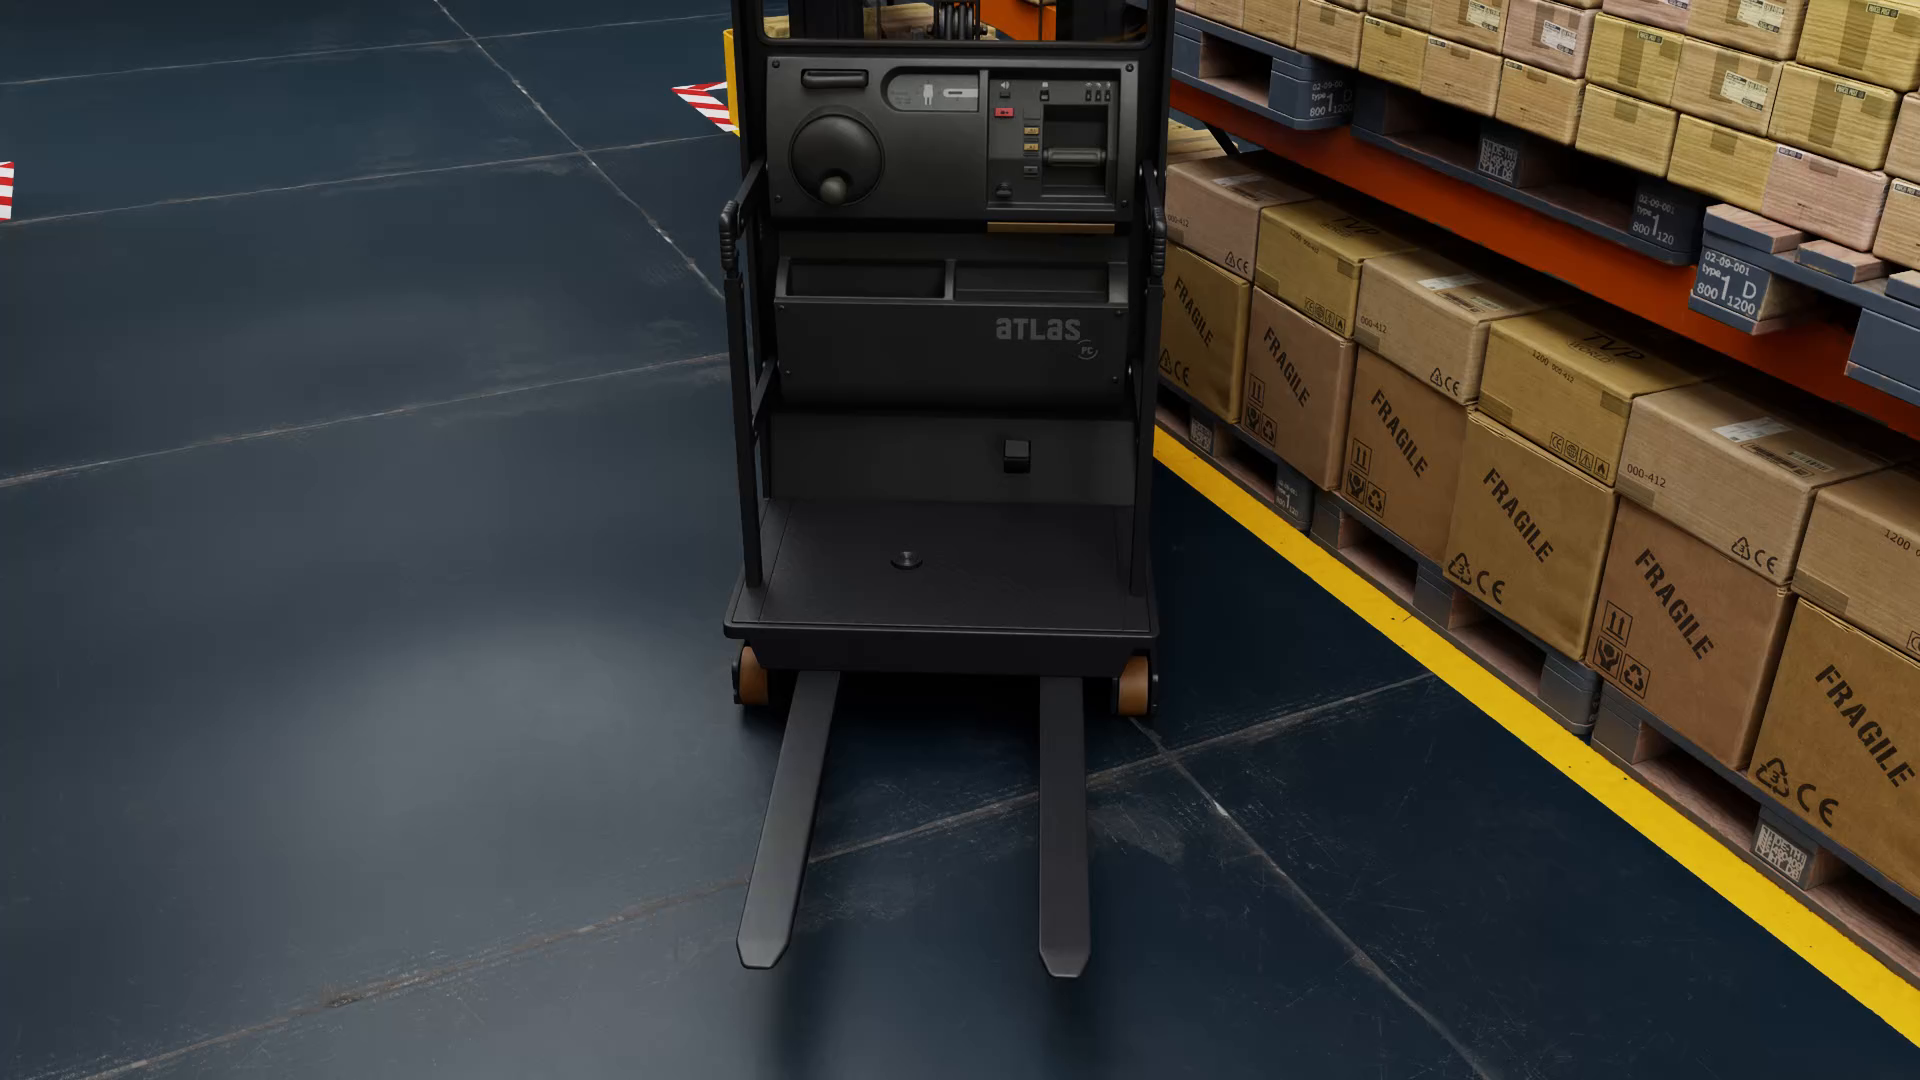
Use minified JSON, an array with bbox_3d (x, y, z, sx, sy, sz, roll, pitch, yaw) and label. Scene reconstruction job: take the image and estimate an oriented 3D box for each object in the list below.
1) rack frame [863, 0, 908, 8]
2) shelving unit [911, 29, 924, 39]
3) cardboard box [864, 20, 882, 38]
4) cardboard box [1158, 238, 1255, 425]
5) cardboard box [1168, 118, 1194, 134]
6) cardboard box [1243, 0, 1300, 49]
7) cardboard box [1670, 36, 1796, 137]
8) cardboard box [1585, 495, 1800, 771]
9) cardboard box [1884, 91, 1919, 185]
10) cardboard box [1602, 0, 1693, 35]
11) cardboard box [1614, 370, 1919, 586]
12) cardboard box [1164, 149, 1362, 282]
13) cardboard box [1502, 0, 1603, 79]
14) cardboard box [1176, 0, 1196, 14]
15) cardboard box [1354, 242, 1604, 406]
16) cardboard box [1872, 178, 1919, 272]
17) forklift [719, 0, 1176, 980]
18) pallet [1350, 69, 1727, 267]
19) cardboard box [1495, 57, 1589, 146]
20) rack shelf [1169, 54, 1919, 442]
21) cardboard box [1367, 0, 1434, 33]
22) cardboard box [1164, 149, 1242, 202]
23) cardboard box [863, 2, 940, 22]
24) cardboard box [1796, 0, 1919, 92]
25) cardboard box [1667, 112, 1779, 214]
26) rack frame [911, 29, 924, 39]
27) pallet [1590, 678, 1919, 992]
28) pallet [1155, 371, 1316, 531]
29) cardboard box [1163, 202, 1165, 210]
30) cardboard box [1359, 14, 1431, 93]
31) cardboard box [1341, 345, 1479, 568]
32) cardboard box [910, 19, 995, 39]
[{"bbox_3d":[-0.776,-3.812,8.981,1.000,3.000,0.127,-13,32,-22],"label":"rack frame"},{"bbox_3d":[-0.133,-1.235,6.303,0.538,1.125,1.048,-14,32,-24],"label":"shelving unit"},{"bbox_3d":[-0.631,-2.612,8.718,0.380,0.149,0.250,-12,32,-21],"label":"cardboard box"},{"bbox_3d":[1.019,-0.756,5.658,0.500,0.500,0.500,-12,31,-20],"label":"cardboard box"},{"bbox_3d":[0.763,-1.676,7.048,0.380,0.149,0.250,-14,32,-23],"label":"cardboard box"},{"bbox_3d":[1.030,-1.505,4.694,0.380,0.149,0.250,-13,32,-21],"label":"cardboard box"},{"bbox_3d":[1.697,-0.948,3.397,0.380,0.149,0.250,-13,32,-22],"label":"cardboard box"},{"bbox_3d":[1.921,0.163,4.019,0.500,0.500,0.500,-12,31,-20],"label":"cardboard box"},{"bbox_3d":[1.919,-0.722,2.994,0.380,0.149,0.250,-12,31,-20],"label":"cardboard box"},{"bbox_3d":[1.600,-1.184,3.513,0.380,0.149,0.250,-13,32,-22],"label":"cardboard box"},{"bbox_3d":[1.902,-0.166,3.839,0.500,0.250,0.500,-13,32,-21],"label":"cardboard box"},{"bbox_3d":[1.020,-1.083,5.475,0.500,0.250,0.500,-15,32,-24],"label":"cardboard box"},{"bbox_3d":[1.480,-1.174,3.799,0.380,0.149,0.250,-12,32,-21],"label":"cardboard box"},{"bbox_3d":[0.820,-1.727,5.090,0.380,0.149,0.250,-13,32,-21],"label":"cardboard box"},{"bbox_3d":[1.466,-0.622,4.653,0.500,0.250,0.500,-12,31,-20],"label":"cardboard box"},{"bbox_3d":[1.927,-0.583,3.051,0.380,0.149,0.250,-13,32,-22],"label":"cardboard box"},{"bbox_3d":[-0.028,-0.972,3.987,1.130,2.935,3.031,1,29,2],"label":"forklift"},{"bbox_3d":[1.772,-1.060,4.270,1.003,0.211,1.213,-13,32,-22],"label":"pallet"},{"bbox_3d":[1.486,-1.041,3.867,0.380,0.149,0.250,-12,31,-20],"label":"cardboard box"},{"bbox_3d":[1.800,-0.848,4.431,1.077,0.370,4.000,-13,32,-22],"label":"rack shelf"},{"bbox_3d":[1.263,-1.399,4.202,0.380,0.149,0.250,-14,32,-23],"label":"cardboard box"},{"bbox_3d":[0.981,-1.440,6.628,0.380,0.149,0.250,-12,31,-20],"label":"cardboard box"},{"bbox_3d":[-0.320,-2.831,9.108,0.380,0.149,0.250,-13,32,-21],"label":"cardboard box"},{"bbox_3d":[1.816,-0.959,3.112,0.380,0.149,0.250,-12,31,-20],"label":"cardboard box"},{"bbox_3d":[1.712,-0.808,3.451,0.380,0.149,0.250,-14,32,-23],"label":"cardboard box"},{"bbox_3d":[-0.370,-1.455,6.695,0.500,1.125,0.032,-14,32,-24],"label":"rack frame"},{"bbox_3d":[2.325,0.593,3.977,1.003,0.211,1.213,-13,32,-22],"label":"pallet"},{"bbox_3d":[1.277,-0.485,5.900,1.003,0.211,1.213,-13,32,-22],"label":"pallet"},{"bbox_3d":[0.885,-1.435,6.923,0.380,0.149,0.250,-13,32,-22],"label":"cardboard box"},{"bbox_3d":[1.261,-1.272,4.280,0.380,0.149,0.250,-14,32,-23],"label":"cardboard box"},{"bbox_3d":[1.485,-0.294,4.834,0.500,0.500,0.500,-13,32,-21],"label":"cardboard box"},{"bbox_3d":[-0.038,-2.620,8.732,0.380,0.149,0.250,-14,32,-23],"label":"cardboard box"}]
